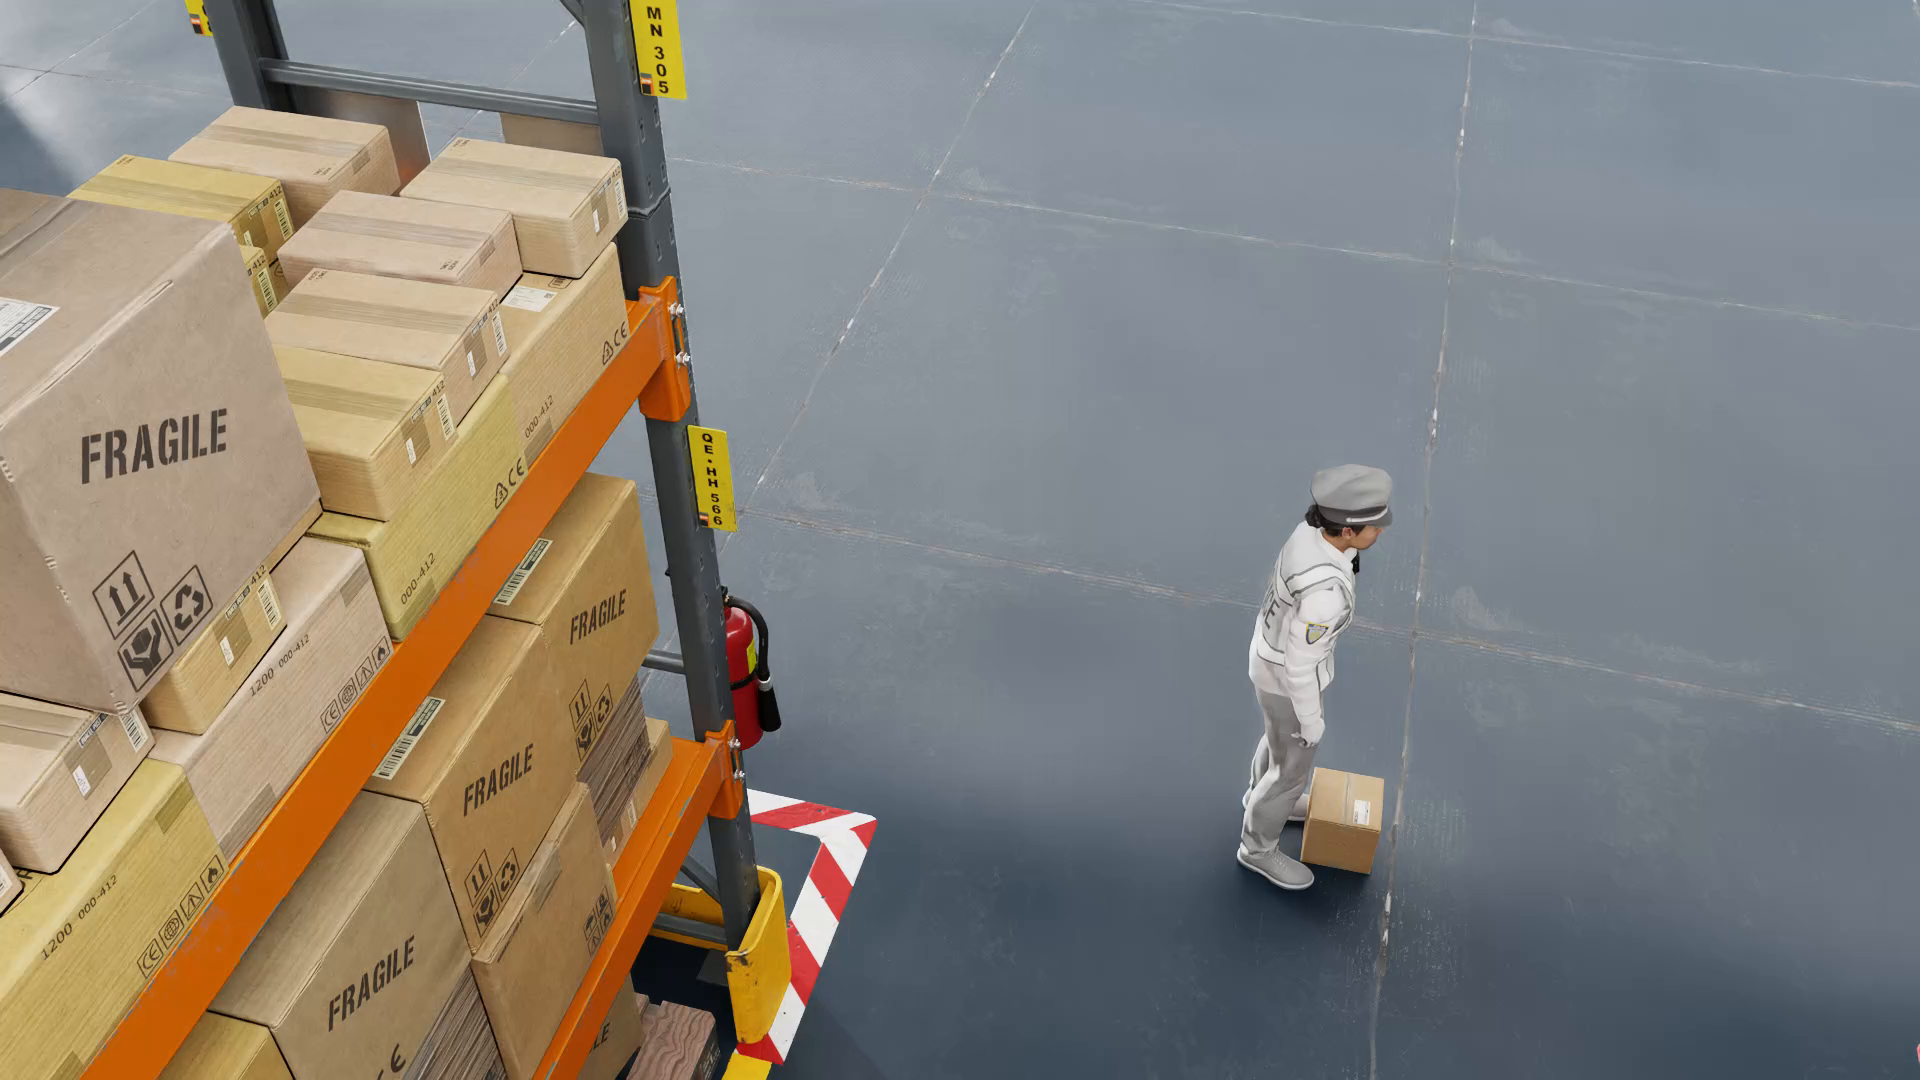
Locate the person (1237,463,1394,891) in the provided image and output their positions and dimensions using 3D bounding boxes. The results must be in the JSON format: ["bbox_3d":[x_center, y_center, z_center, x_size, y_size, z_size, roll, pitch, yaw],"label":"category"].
[{"bbox_3d":[1.162,0.448,5.642,0.369,1.667,0.547,8,42,9],"label":"person"}]
